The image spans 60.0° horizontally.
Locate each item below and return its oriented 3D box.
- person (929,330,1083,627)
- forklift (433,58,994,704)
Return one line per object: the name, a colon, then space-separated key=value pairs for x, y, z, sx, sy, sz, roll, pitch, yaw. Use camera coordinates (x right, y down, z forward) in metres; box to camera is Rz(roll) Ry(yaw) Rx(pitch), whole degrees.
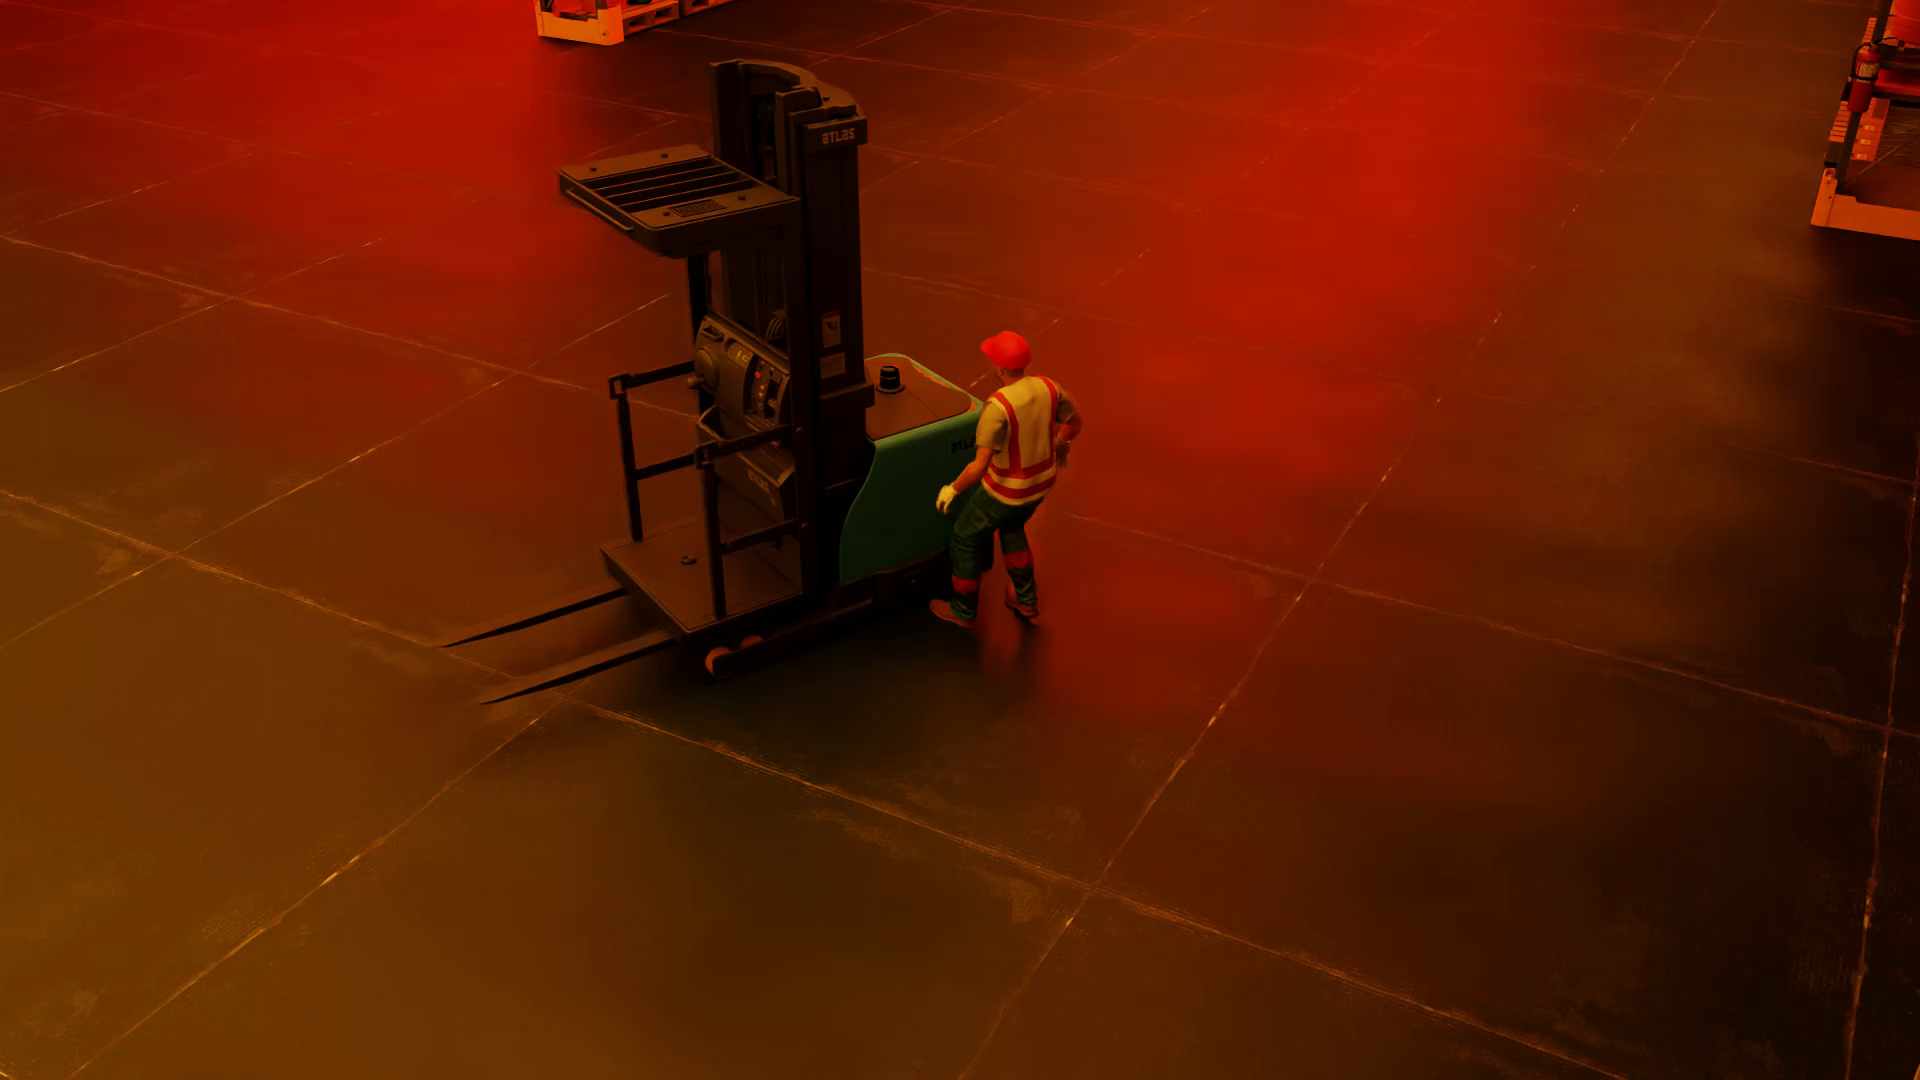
person: x=0.214 y=-0.329 z=8.873 sx=0.925 sy=1.748 sz=0.573 roll=-23 pitch=37 yaw=-34
forklift: x=-1.305 y=-0.842 z=8.530 sx=3.031 sy=2.935 sz=1.130 roll=-19 pitch=35 yaw=-30
